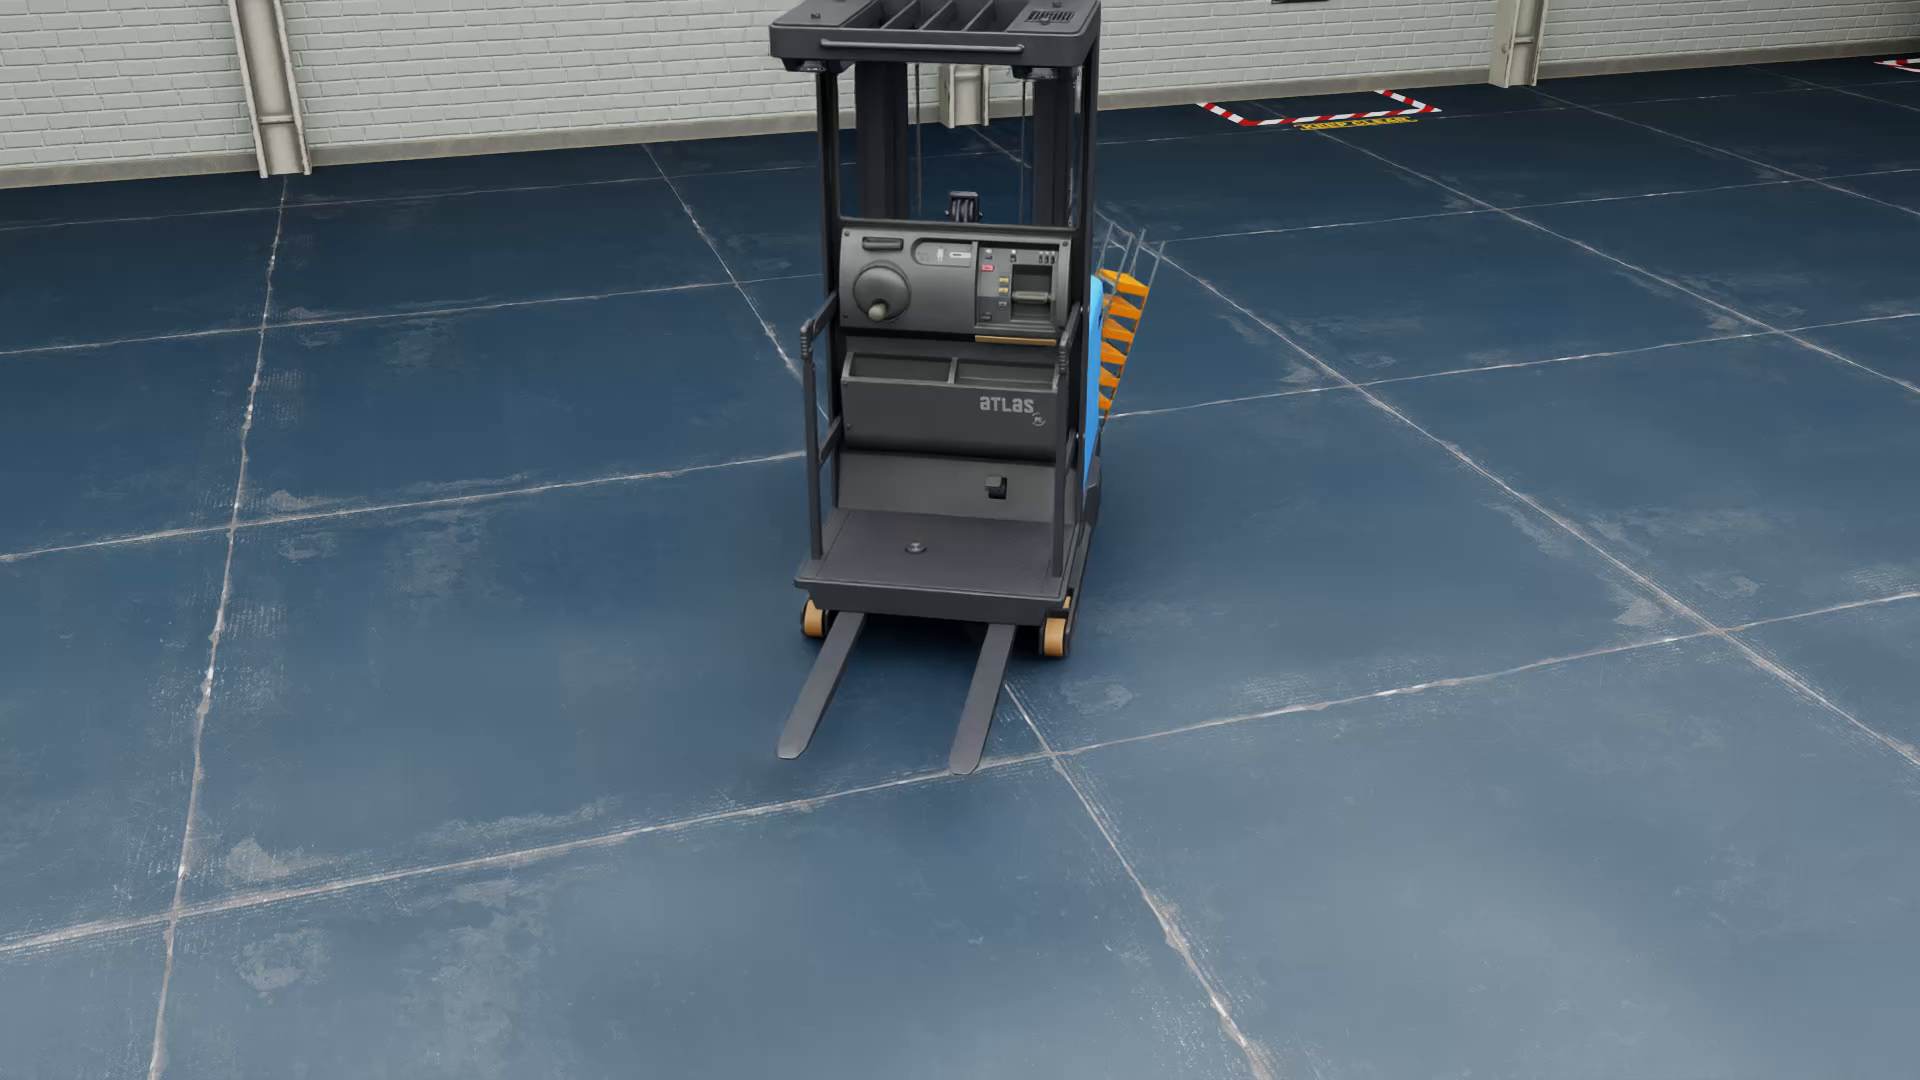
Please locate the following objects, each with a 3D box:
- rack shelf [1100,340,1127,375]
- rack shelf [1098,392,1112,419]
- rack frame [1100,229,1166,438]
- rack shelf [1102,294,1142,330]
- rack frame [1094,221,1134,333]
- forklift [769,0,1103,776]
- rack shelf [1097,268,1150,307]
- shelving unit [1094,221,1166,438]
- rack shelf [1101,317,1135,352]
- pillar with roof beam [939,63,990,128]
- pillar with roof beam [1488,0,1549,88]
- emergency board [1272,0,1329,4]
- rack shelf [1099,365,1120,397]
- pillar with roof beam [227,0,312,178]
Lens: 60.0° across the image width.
[{"bbox_3d":[0.697,-0.933,8.370,0.180,0.103,0.258,8,22,-25],"label":"rack shelf"},{"bbox_3d":[0.630,-0.717,8.450,0.180,0.103,0.258,8,22,-25],"label":"rack shelf"},{"bbox_3d":[0.791,-0.962,8.395,0.006,1.200,0.240,8,22,-25],"label":"rack frame"},{"bbox_3d":[0.763,-1.149,8.291,0.180,0.103,0.258,8,22,-25],"label":"rack shelf"},{"bbox_3d":[0.627,-0.984,8.316,0.006,1.200,0.240,8,22,-25],"label":"rack frame"},{"bbox_3d":[-0.056,-1.004,6.477,1.130,2.935,3.031,4,27,8],"label":"forklift"},{"bbox_3d":[0.797,-1.257,8.251,0.180,0.103,0.258,8,22,-25],"label":"rack shelf"},{"bbox_3d":[0.709,-0.973,8.355,0.189,1.200,0.258,8,22,-25],"label":"shelving unit"},{"bbox_3d":[0.730,-1.041,8.330,0.180,0.103,0.258,8,22,-25],"label":"rack shelf"},{"bbox_3d":[1.371,-6.136,9.990,0.400,9.000,9.100,-8,28,-16],"label":"pillar with roof beam"},{"bbox_3d":[7.076,-6.962,11.654,0.400,9.000,9.100,-8,28,-16],"label":"pillar with roof beam"},{"bbox_3d":[3.367,-5.778,16.015,0.626,1.169,0.157,-8,28,-16],"label":"emergency board"},{"bbox_3d":[0.663,-0.825,8.410,0.180,0.103,0.258,8,22,-25],"label":"rack shelf"},{"bbox_3d":[-4.334,-5.310,8.326,0.400,9.000,9.100,-8,28,-16],"label":"pillar with roof beam"}]
